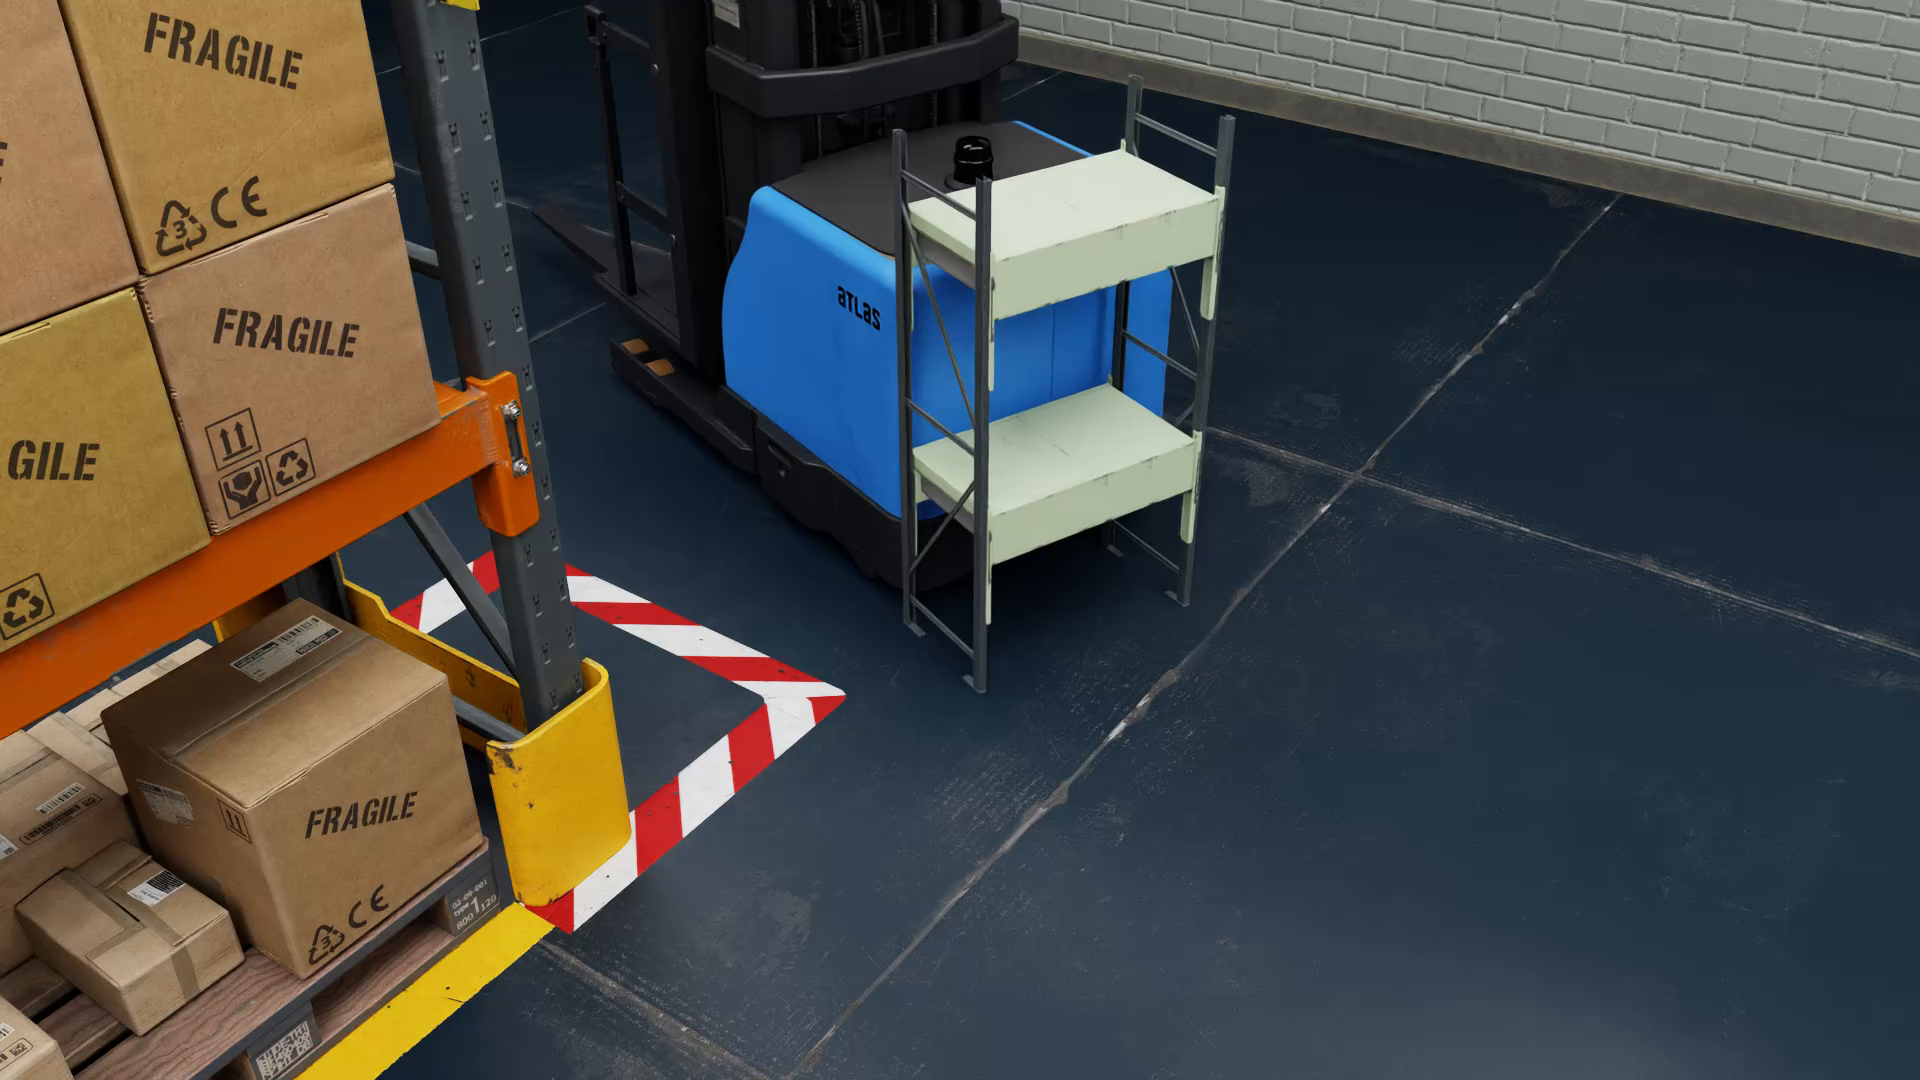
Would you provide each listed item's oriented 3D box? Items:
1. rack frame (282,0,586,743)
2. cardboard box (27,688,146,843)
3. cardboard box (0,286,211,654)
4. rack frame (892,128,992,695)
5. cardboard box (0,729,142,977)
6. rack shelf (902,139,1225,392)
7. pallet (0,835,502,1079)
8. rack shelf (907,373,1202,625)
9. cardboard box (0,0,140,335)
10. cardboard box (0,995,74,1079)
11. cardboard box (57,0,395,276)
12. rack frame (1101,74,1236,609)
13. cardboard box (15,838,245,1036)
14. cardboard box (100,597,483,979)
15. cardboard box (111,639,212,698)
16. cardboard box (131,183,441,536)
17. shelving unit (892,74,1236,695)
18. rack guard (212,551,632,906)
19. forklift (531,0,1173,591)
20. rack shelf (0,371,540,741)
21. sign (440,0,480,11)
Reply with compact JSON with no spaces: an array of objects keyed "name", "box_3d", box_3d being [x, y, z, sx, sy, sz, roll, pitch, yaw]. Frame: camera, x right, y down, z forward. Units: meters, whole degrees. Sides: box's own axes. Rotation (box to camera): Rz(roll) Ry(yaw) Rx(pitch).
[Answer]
[{"name":"rack frame","box_3d":[-1.331,-0.656,3.542,1.000,3.000,0.127,21,39,28]},{"name":"cardboard box","box_3d":[-1.994,0.533,3.920,0.380,0.166,0.250,21,39,28]},{"name":"cardboard box","box_3d":[-1.655,-0.165,2.726,0.500,0.500,0.500,22,40,29]},{"name":"rack frame","box_3d":[-0.047,-0.287,4.335,0.023,1.500,0.400,-20,39,-27]},{"name":"cardboard box","box_3d":[-2.159,0.690,3.613,0.500,0.250,0.500,21,39,28]},{"name":"rack shelf","box_3d":[0.258,-0.723,4.284,0.720,0.370,0.431,-20,39,-27]},{"name":"pallet","box_3d":[-1.828,0.901,3.729,1.003,0.211,1.213,21,39,28]},{"name":"rack shelf","box_3d":[0.258,-0.130,4.685,0.720,0.370,0.431,-20,39,-27]},{"name":"cardboard box","box_3d":[-1.646,-0.586,2.457,0.500,0.500,0.500,22,40,29]},{"name":"cardboard box","box_3d":[-2.005,1.057,3.071,0.500,0.250,0.500,21,39,28]},{"name":"cardboard box","box_3d":[-1.359,-0.819,2.802,0.500,0.500,0.500,21,39,28]},{"name":"rack frame","box_3d":[0.563,-0.513,4.670,0.023,1.500,0.400,-20,39,-27]},{"name":"cardboard box","box_3d":[-1.743,0.822,3.493,0.380,0.166,0.250,21,39,28]},{"name":"cardboard box","box_3d":[-1.438,0.526,3.633,0.500,0.500,0.500,21,39,28]},{"name":"cardboard box","box_3d":[-1.852,0.426,4.095,0.380,0.149,0.250,21,39,28]},{"name":"cardboard box","box_3d":[-1.363,-0.404,3.081,0.500,0.500,0.500,23,40,30]},{"name":"shelving unit","box_3d":[0.258,-0.400,4.503,0.755,1.500,0.431,-20,39,-27]},{"name":"rack guard","box_3d":[-1.374,0.414,4.191,1.175,0.500,0.348,21,39,28]},{"name":"forklift","box_3d":[-0.619,-1.838,5.351,1.130,2.935,3.031,-22,40,-29]},{"name":"rack shelf","box_3d":[-2.471,0.562,2.383,1.077,0.370,4.000,21,39,28]},{"name":"sign","box_3d":[-0.886,-1.080,2.854,0.100,0.325,0.005,21,39,28]}]
